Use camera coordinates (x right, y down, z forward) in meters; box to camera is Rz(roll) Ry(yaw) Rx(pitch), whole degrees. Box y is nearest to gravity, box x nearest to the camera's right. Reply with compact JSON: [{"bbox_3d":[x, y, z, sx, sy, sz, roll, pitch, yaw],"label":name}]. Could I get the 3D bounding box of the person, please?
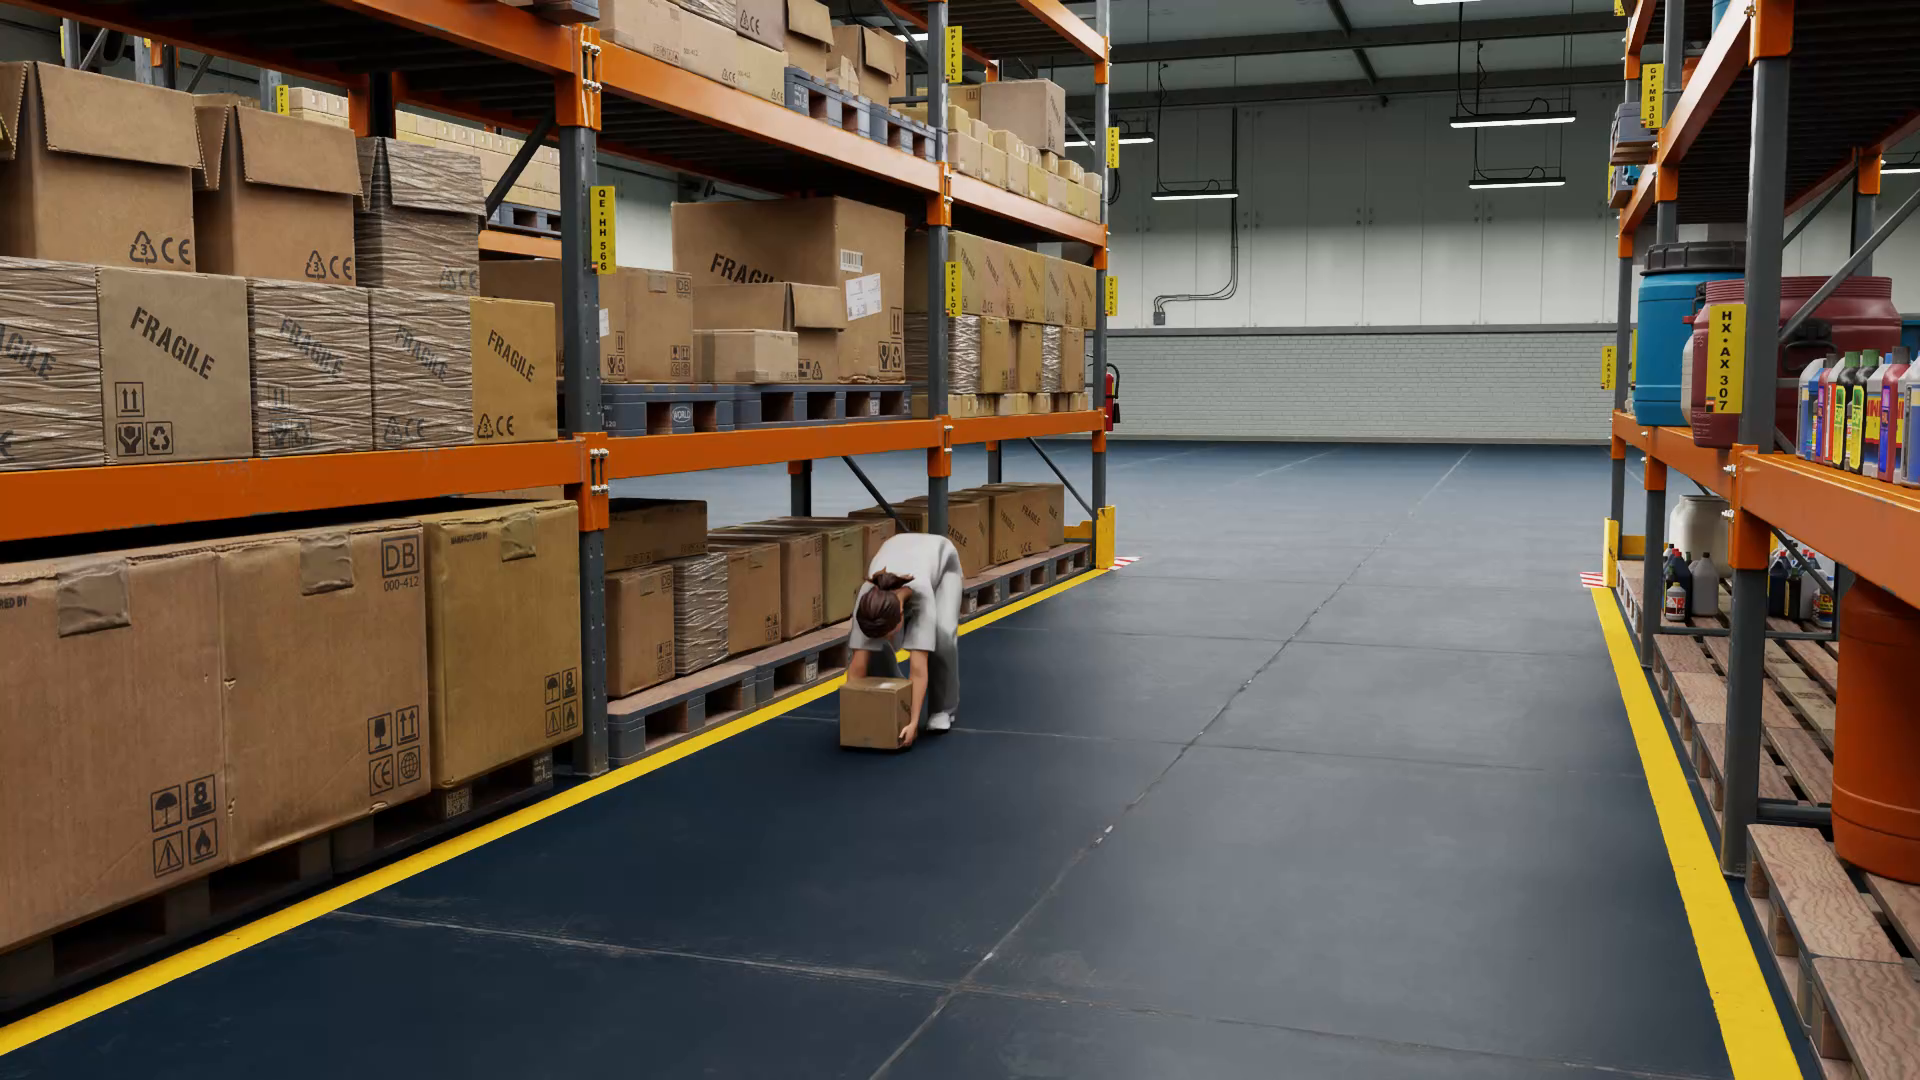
[{"bbox_3d":[-0.238,0.414,7.185,0.474,0.852,0.852,2,5,16],"label":"person"}]
